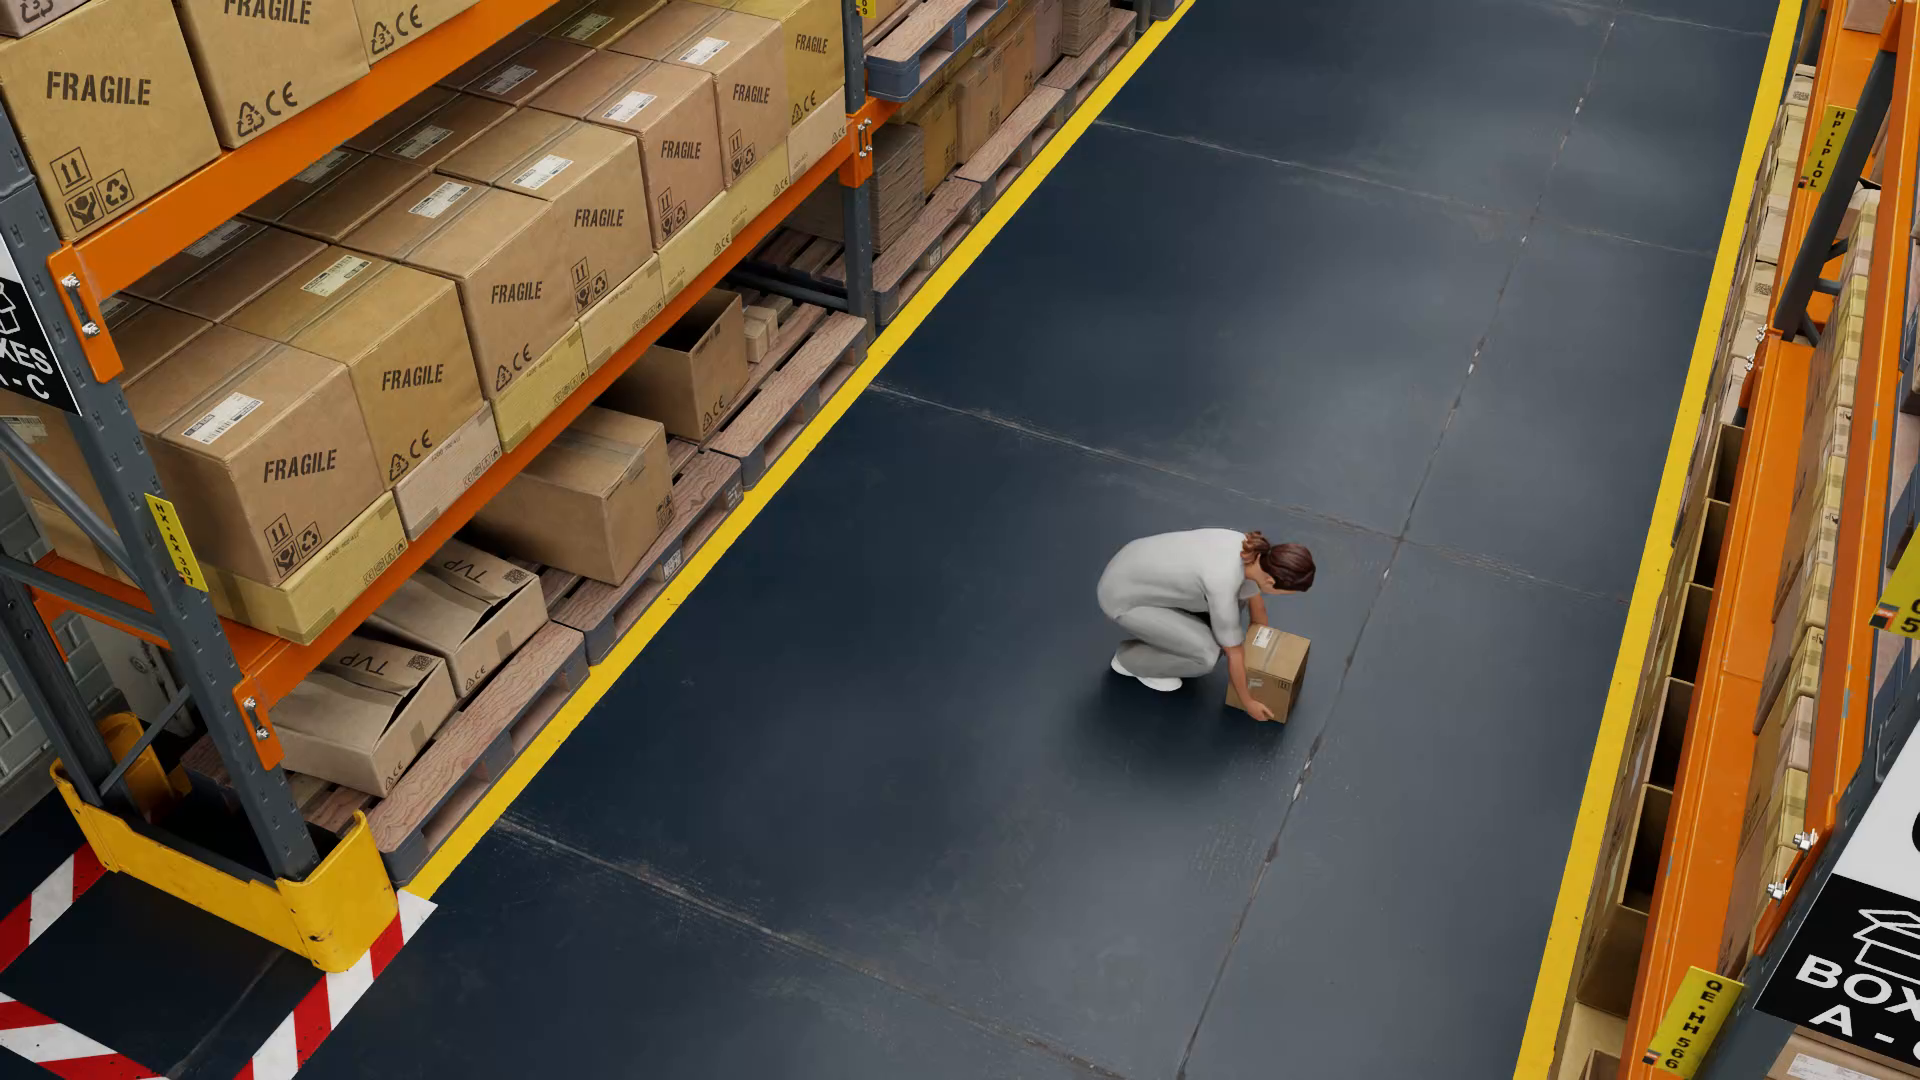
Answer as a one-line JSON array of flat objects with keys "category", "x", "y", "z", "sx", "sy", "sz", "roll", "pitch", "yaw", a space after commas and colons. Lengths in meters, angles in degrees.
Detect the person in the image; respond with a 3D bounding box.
[{"category": "person", "x": 0.952, "y": 0.270, "z": 6.586, "sx": 0.819, "sy": 0.803, "sz": 0.466, "roll": 17, "pitch": 45, "yaw": 18}]
